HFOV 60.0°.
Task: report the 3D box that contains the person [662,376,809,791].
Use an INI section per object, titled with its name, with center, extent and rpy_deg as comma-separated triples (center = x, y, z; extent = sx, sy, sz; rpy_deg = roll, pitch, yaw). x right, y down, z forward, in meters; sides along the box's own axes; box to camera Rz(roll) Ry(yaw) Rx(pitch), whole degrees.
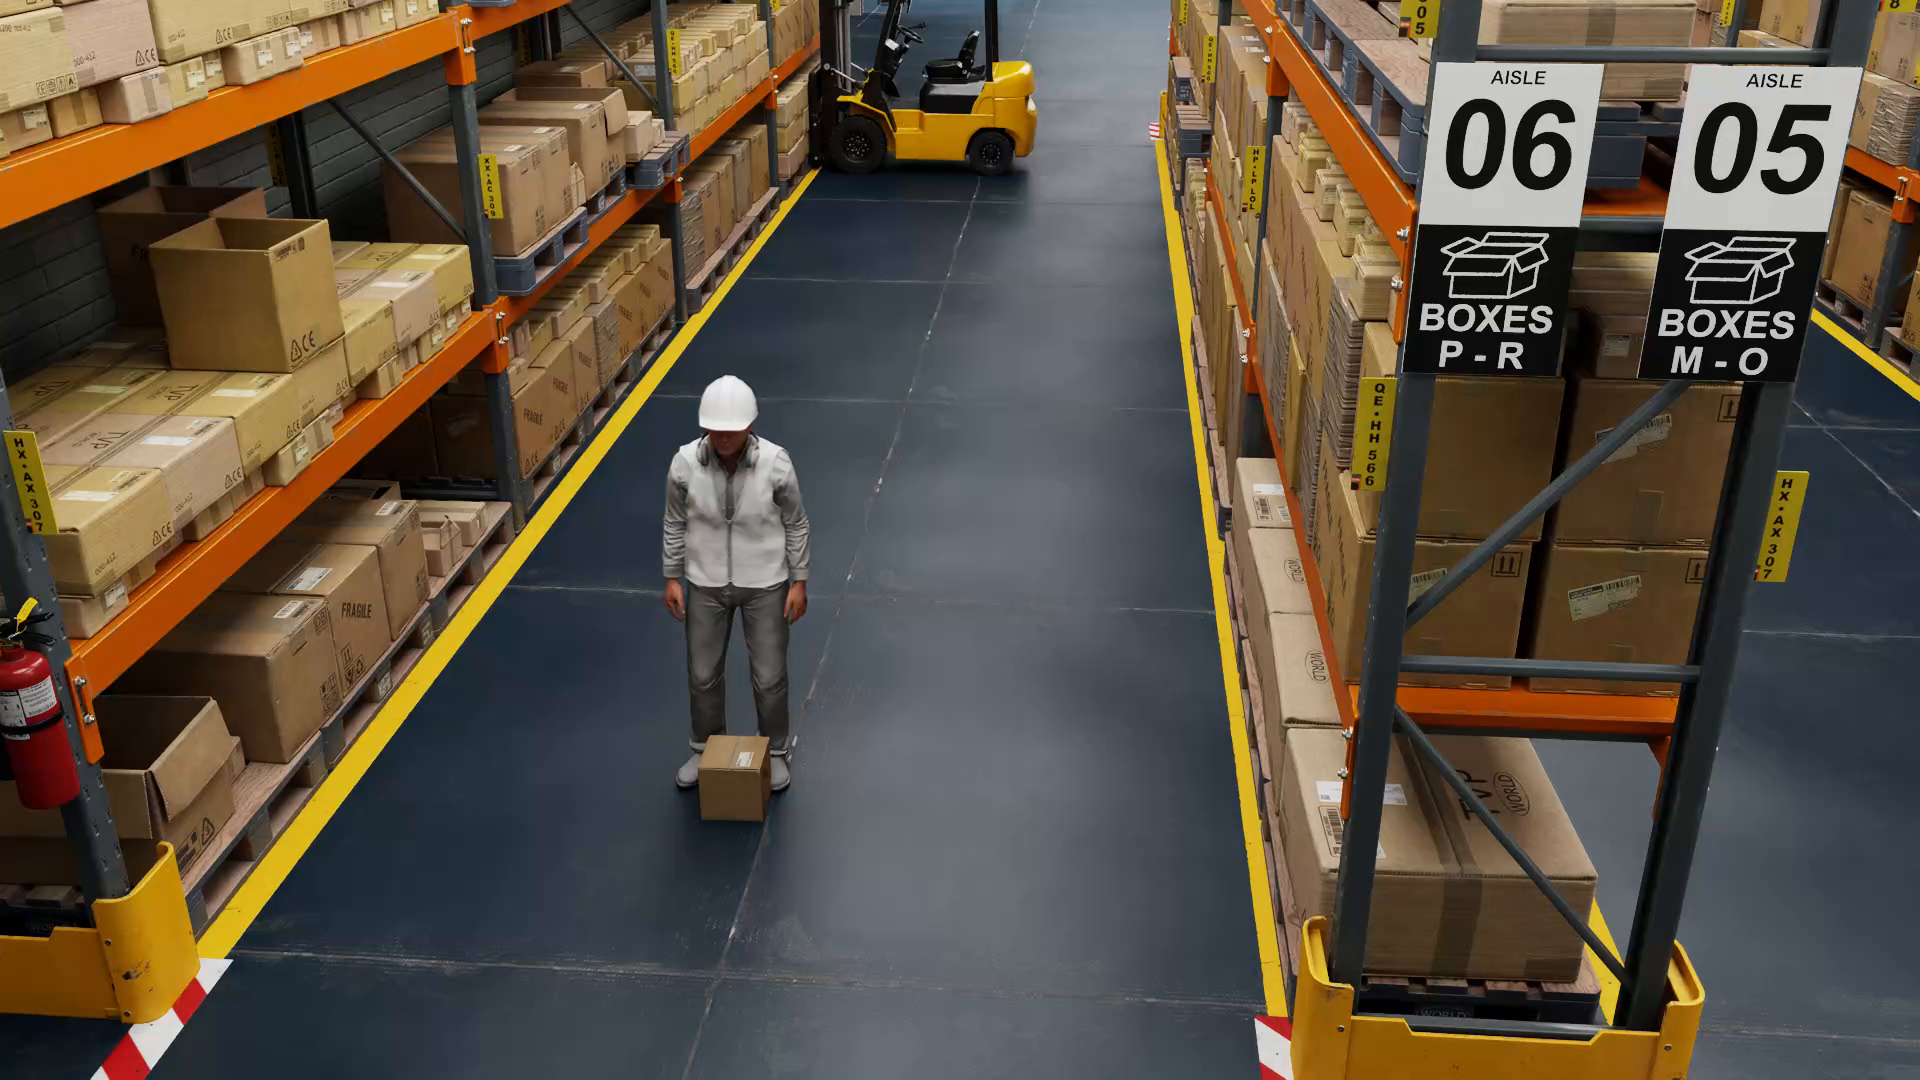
[person]
center = -0.897, 0.172, 6.691
extent = 0.588, 1.771, 0.464
rpy_deg = 1, 24, 3
